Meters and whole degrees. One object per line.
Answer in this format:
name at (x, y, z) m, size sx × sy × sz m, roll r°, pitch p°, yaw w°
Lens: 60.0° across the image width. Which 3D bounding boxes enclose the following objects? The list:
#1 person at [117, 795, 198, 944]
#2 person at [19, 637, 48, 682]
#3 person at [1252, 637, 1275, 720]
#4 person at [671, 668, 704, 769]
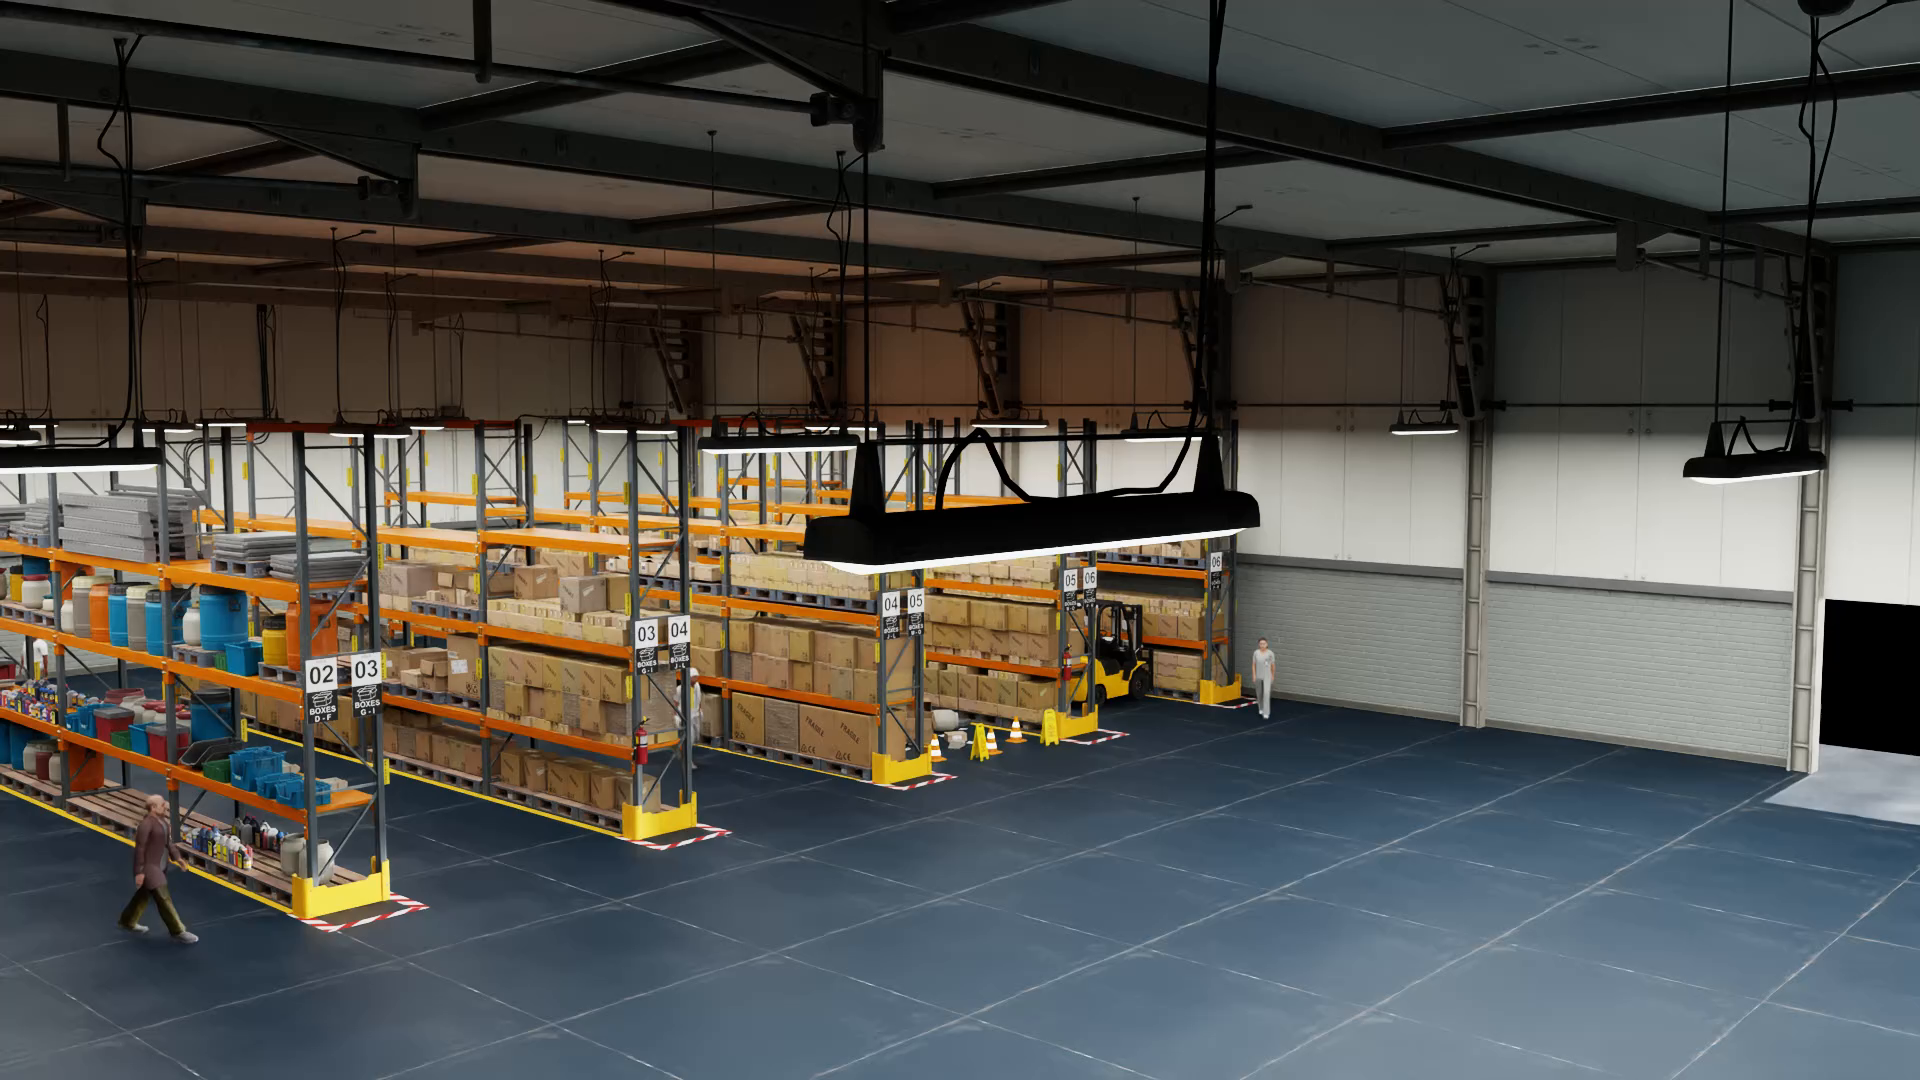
person at (-9.441, 3.839, 19.571) m, size 1.152 × 1.706 × 0.678 m, roll 1°, pitch 5°, yaw 9°
person at (-19.231, 2.642, 34.583) m, size 0.600 × 1.748 × 0.930 m, roll 2°, pitch 5°, yaw 18°
person at (6.115, 2.781, 33.560) m, size 0.442 × 1.630 × 0.868 m, roll 2°, pitch 5°, yaw 26°
person at (-4.811, 3.089, 29.028) m, size 0.703 × 1.758 × 0.642 m, roll 2°, pitch 5°, yaw 28°
